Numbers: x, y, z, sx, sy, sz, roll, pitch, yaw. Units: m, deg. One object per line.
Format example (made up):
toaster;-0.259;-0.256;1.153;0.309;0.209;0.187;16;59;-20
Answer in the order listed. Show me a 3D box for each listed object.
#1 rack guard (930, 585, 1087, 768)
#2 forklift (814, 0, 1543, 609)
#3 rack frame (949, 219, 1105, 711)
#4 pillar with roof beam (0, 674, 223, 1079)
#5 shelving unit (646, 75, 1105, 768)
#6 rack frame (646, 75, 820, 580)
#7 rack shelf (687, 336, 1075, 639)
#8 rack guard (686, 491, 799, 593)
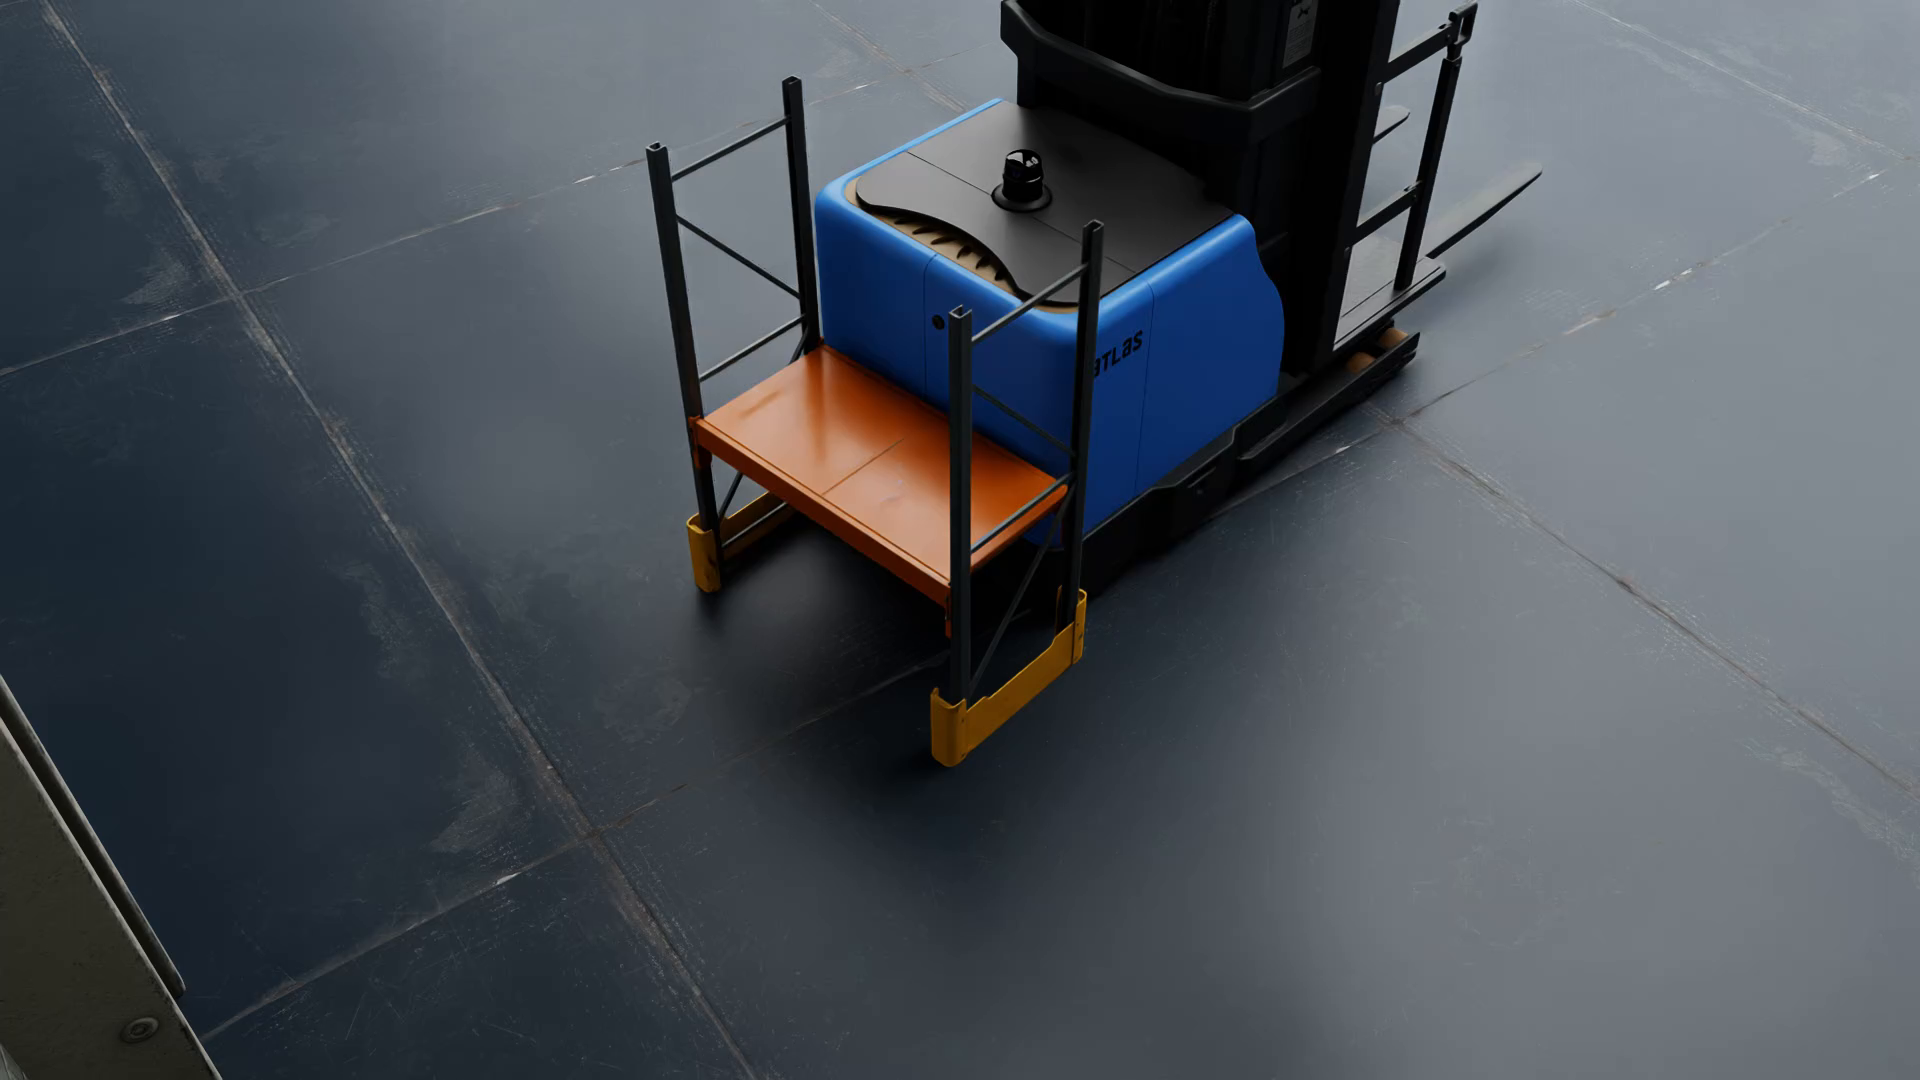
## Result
rack guard;0.141;0.375;4.676;0.087;0.250;0.587;32;52;29
forklift;0.961;-1.769;4.980;1.130;2.935;3.031;34;53;31
rack frame;0.155;-0.068;4.235;0.032;1.500;0.500;32;52;29
pillar with roof beam;1.583;-3.706;2.615;9.100;9.000;0.400;-26;49;-24
shelving unit;-0.226;-0.309;4.488;1.083;1.500;0.587;32;52;29
rack frame;-0.594;-0.542;4.732;0.032;1.500;0.500;32;52;29
rack shelf;-0.219;-0.175;4.608;1.000;0.185;0.538;32;52;29
rack guard;-0.593;-0.090;5.163;0.087;0.250;0.587;32;52;29
